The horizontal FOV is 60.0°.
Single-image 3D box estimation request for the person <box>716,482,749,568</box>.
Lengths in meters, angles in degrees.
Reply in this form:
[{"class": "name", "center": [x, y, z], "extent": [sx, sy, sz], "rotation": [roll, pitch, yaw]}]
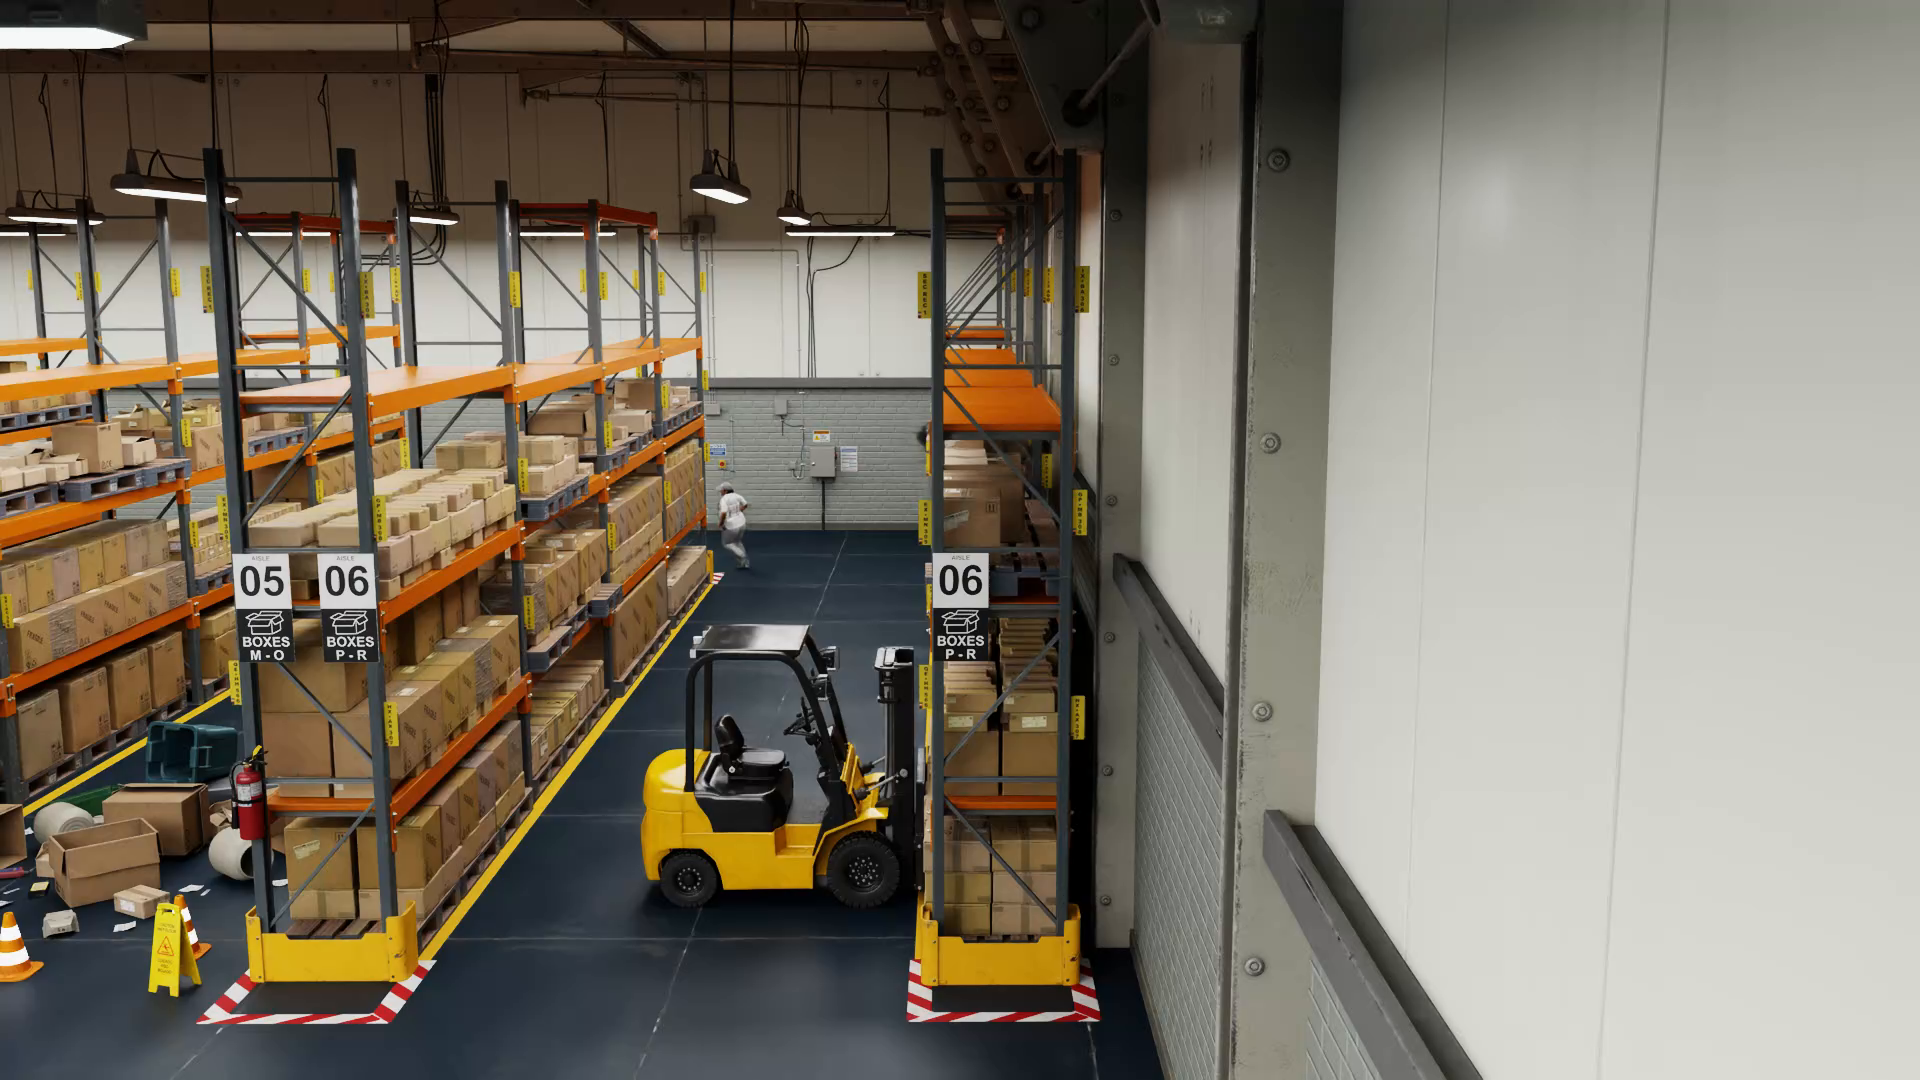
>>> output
[{"class": "person", "center": [-4.006, -0.255, 29.120], "extent": [0.513, 1.569, 0.685], "rotation": [7, 12, 38]}]
